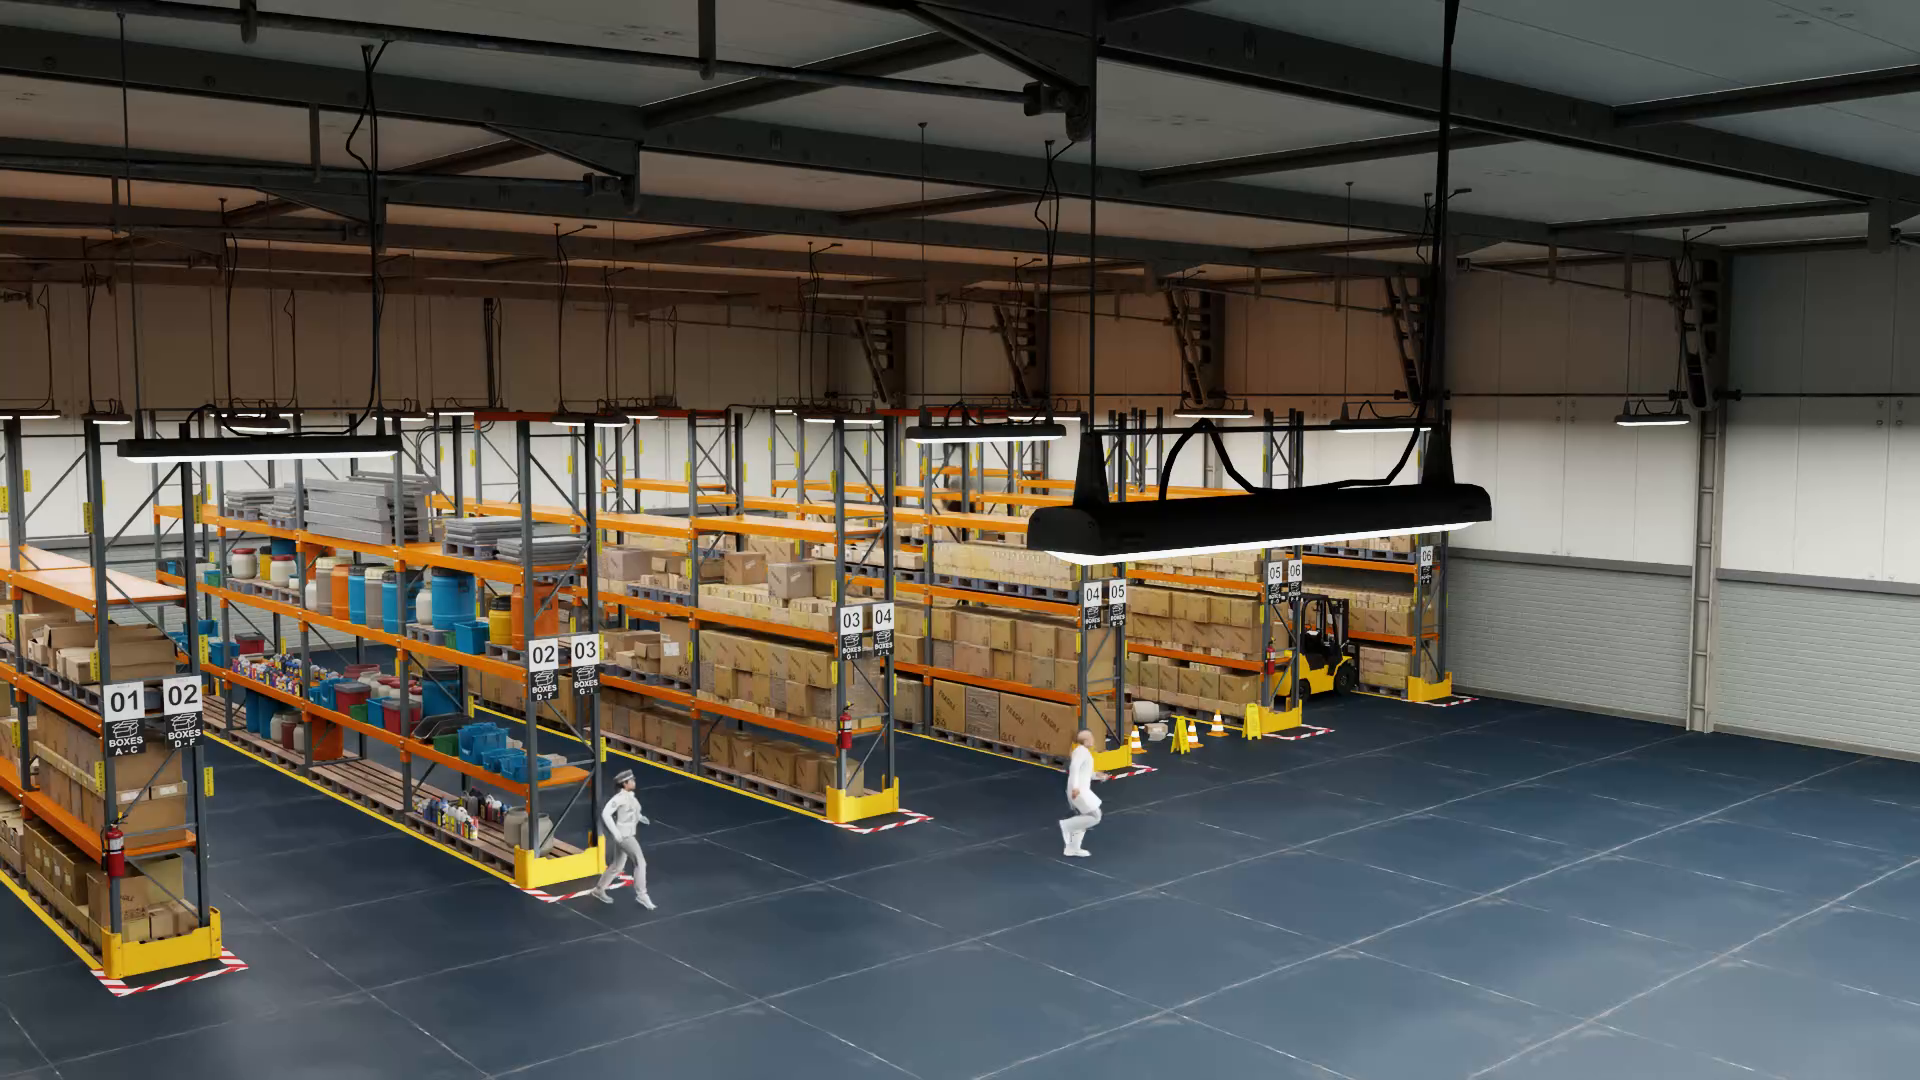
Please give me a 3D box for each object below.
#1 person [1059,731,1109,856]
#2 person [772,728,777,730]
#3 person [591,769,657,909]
[{"bbox_3d":[1.710,3.478,22.788,0.700,1.729,0.760,-1,5,-6],"label":"person"},{"bbox_3d":[-3.815,2.789,31.635,0.974,1.624,0.612,4,7,41],"label":"person"},{"bbox_3d":[-4.161,3.693,20.555,0.803,1.745,0.615,-1,5,-7],"label":"person"}]
